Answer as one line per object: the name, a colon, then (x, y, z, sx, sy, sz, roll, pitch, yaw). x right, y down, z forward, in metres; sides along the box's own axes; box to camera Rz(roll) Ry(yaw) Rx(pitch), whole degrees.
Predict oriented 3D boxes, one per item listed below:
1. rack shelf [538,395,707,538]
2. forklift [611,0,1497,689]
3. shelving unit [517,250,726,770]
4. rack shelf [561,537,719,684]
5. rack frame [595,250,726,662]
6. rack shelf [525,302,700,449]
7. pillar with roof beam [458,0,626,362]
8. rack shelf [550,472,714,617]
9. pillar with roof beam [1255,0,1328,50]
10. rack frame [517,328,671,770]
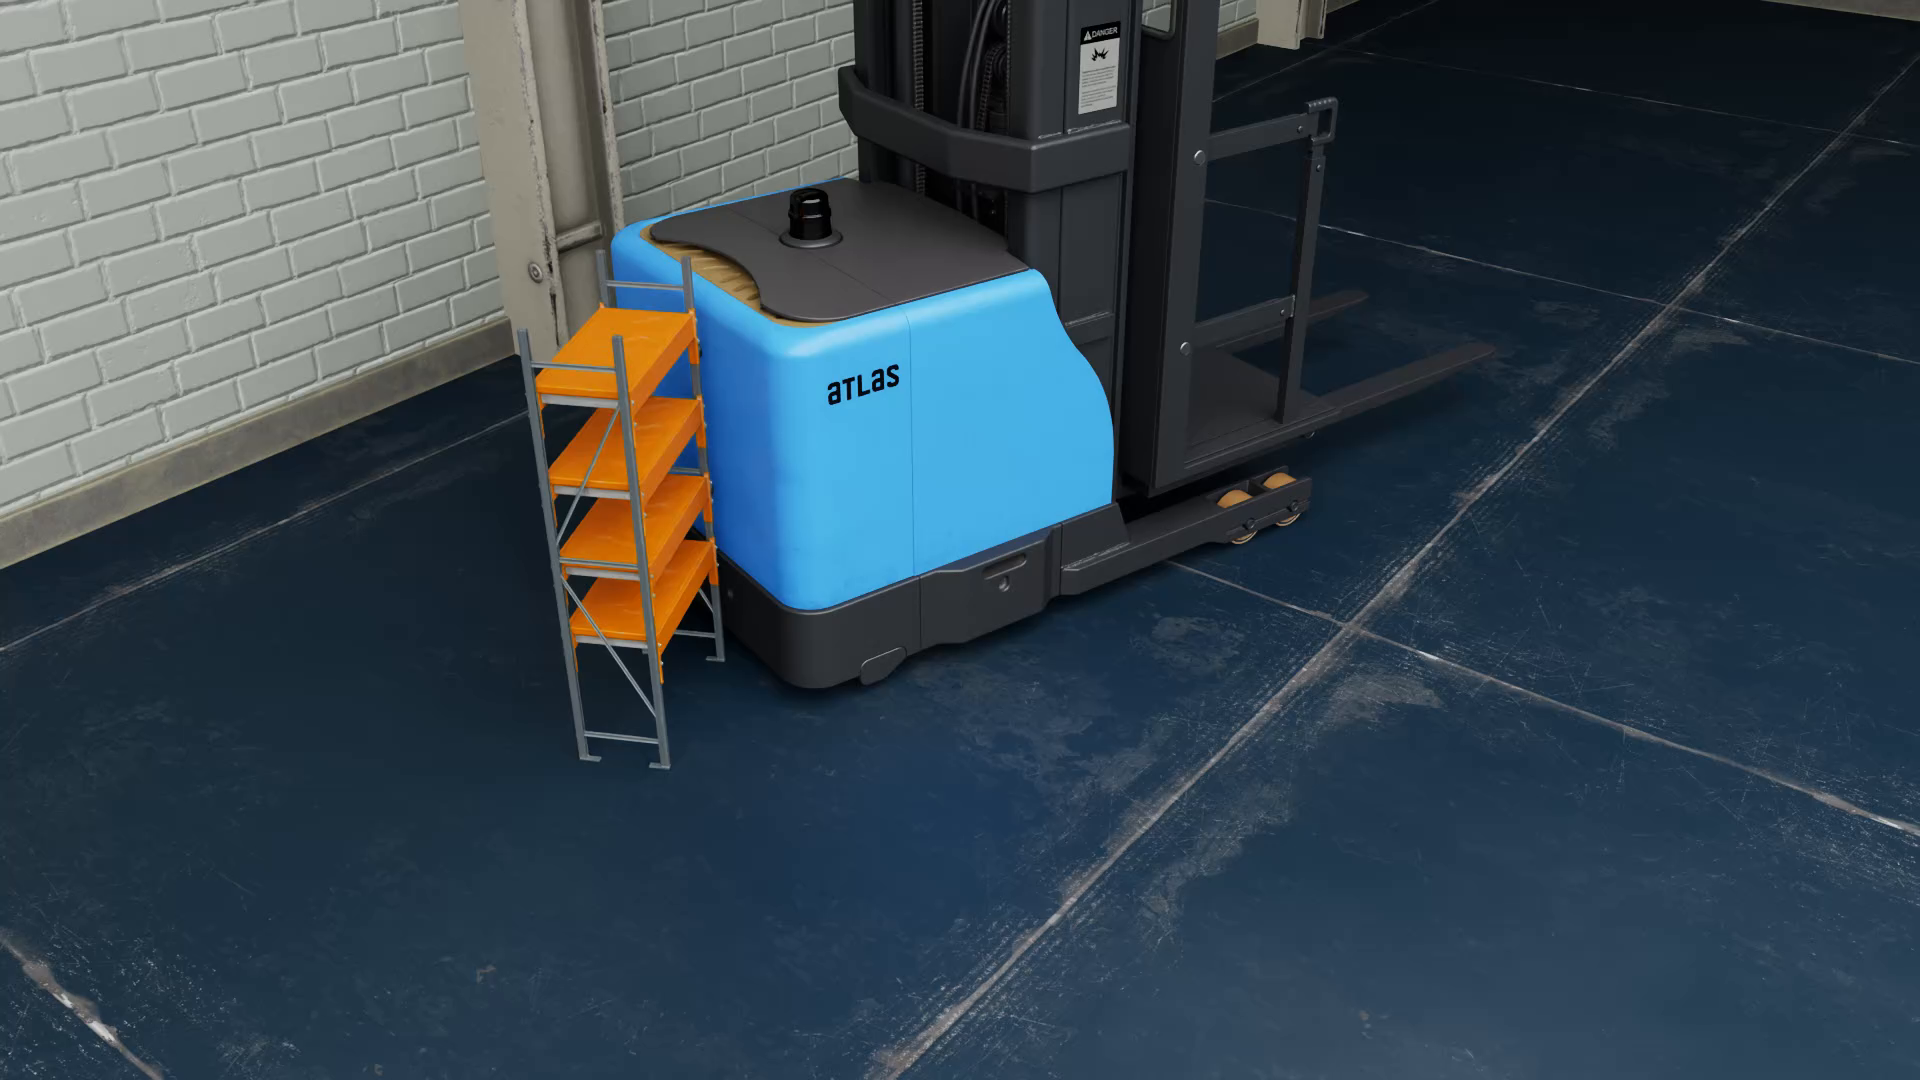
rack shelf: (-0.820, -0.199, 4.101, 0.258, 0.148, 0.480, 5, 31, 8)
forklift: (0.508, -1.447, 4.817, 3.031, 2.935, 1.130, -20, 36, -30)
shelving unit: (-0.820, -0.064, 4.181, 0.258, 1.200, 0.503, 5, 31, 8)
rack shelf: (-0.820, 0.165, 4.317, 0.258, 0.148, 0.480, 5, 31, 8)
rack frame: (-0.779, -0.187, 4.388, 0.240, 1.200, 0.015, 5, 31, 8)
rack shelf: (-0.820, -0.402, 3.981, 0.258, 0.148, 0.480, 5, 31, 8)
pillar with roof beam: (1.915, -3.316, 2.019, 9.100, 9.000, 0.400, 21, 37, 31)
rack shelf: (-0.820, -0.006, 4.215, 0.258, 0.148, 0.480, 5, 31, 8)
pillar with roof beam: (5.537, -5.755, 6.134, 9.100, 9.000, 0.400, 21, 37, 31)
rack frame: (-0.862, 0.059, 3.974, 0.240, 1.200, 0.015, 5, 31, 8)
